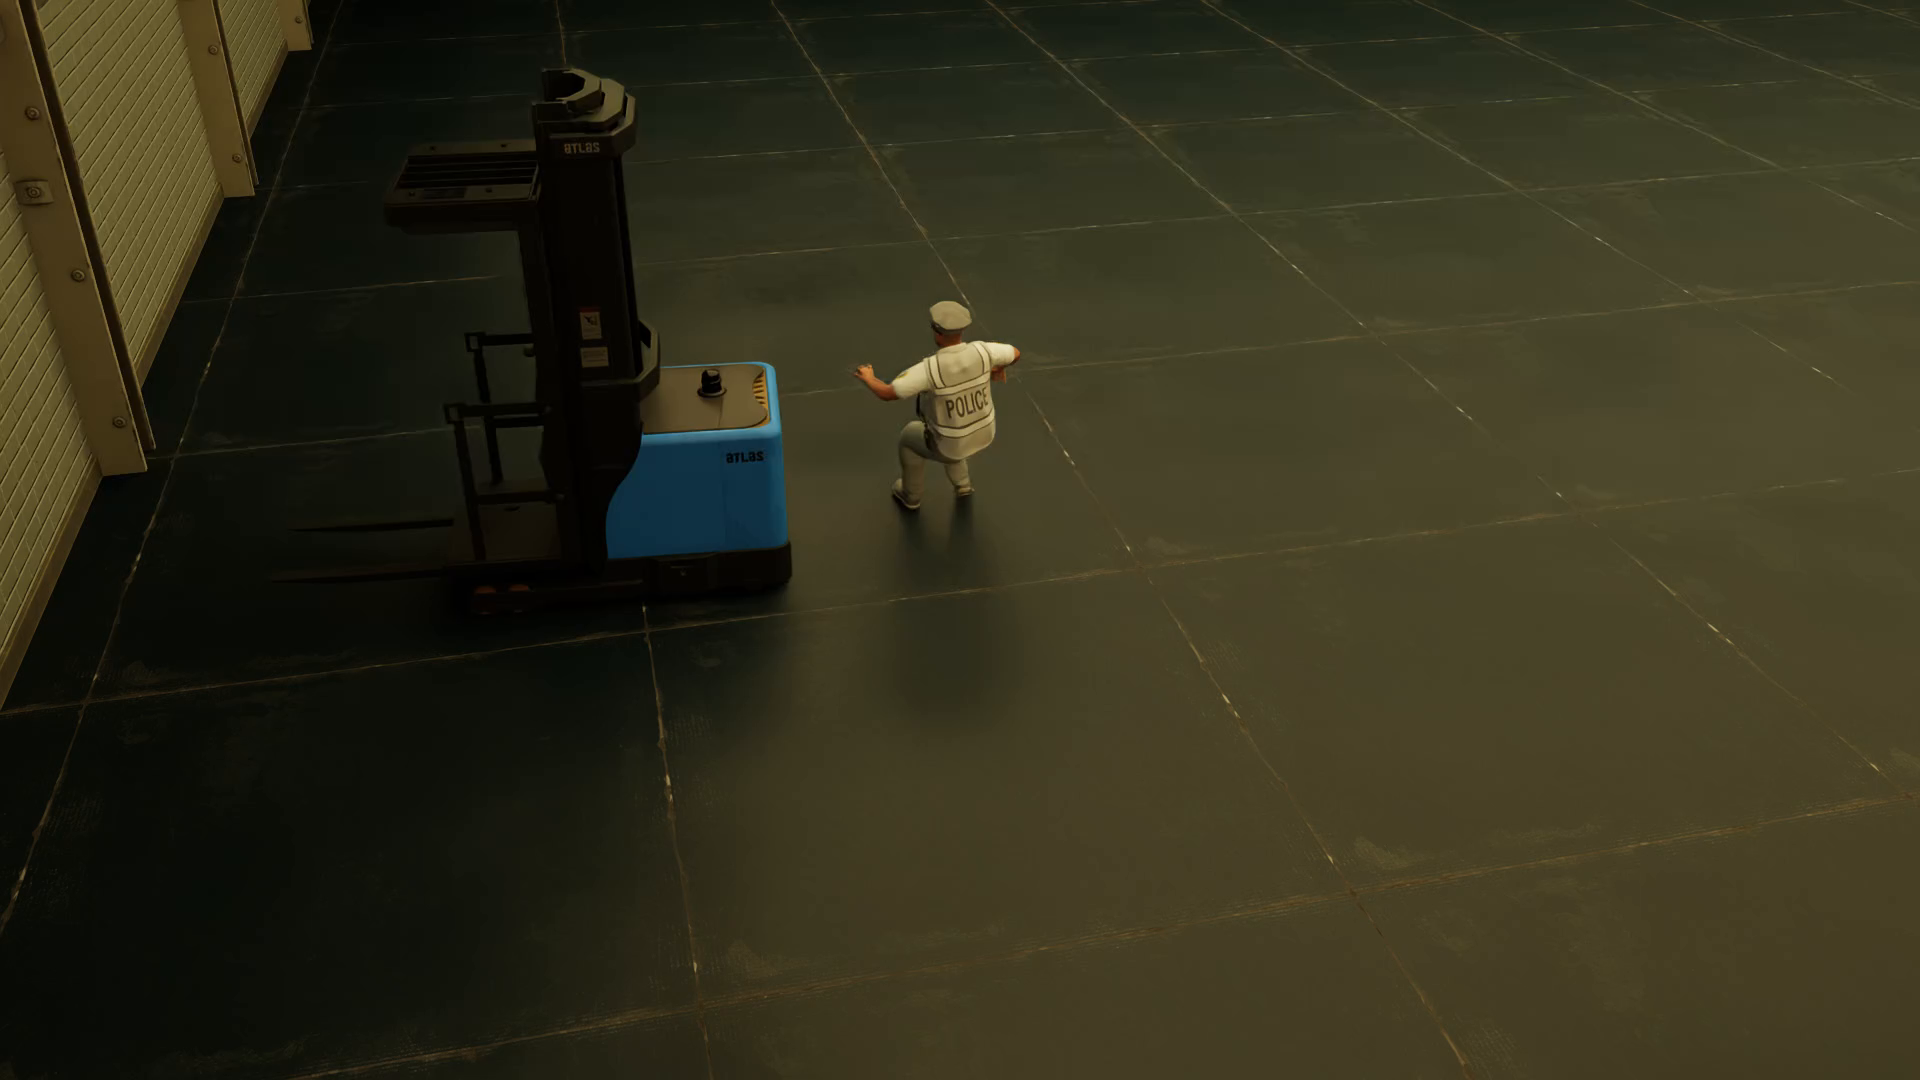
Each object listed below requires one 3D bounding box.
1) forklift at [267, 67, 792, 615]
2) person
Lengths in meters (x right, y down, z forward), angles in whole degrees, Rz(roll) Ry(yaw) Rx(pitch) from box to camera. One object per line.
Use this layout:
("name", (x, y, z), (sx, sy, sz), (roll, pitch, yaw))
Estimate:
("forklift", (-2.568, -1.111, 9.493), (3.031, 2.935, 1.130), (-4, 30, -7))
("person", (-0.145, -0.839, 10.416), (0.980, 1.537, 0.871), (-22, 37, -33))
